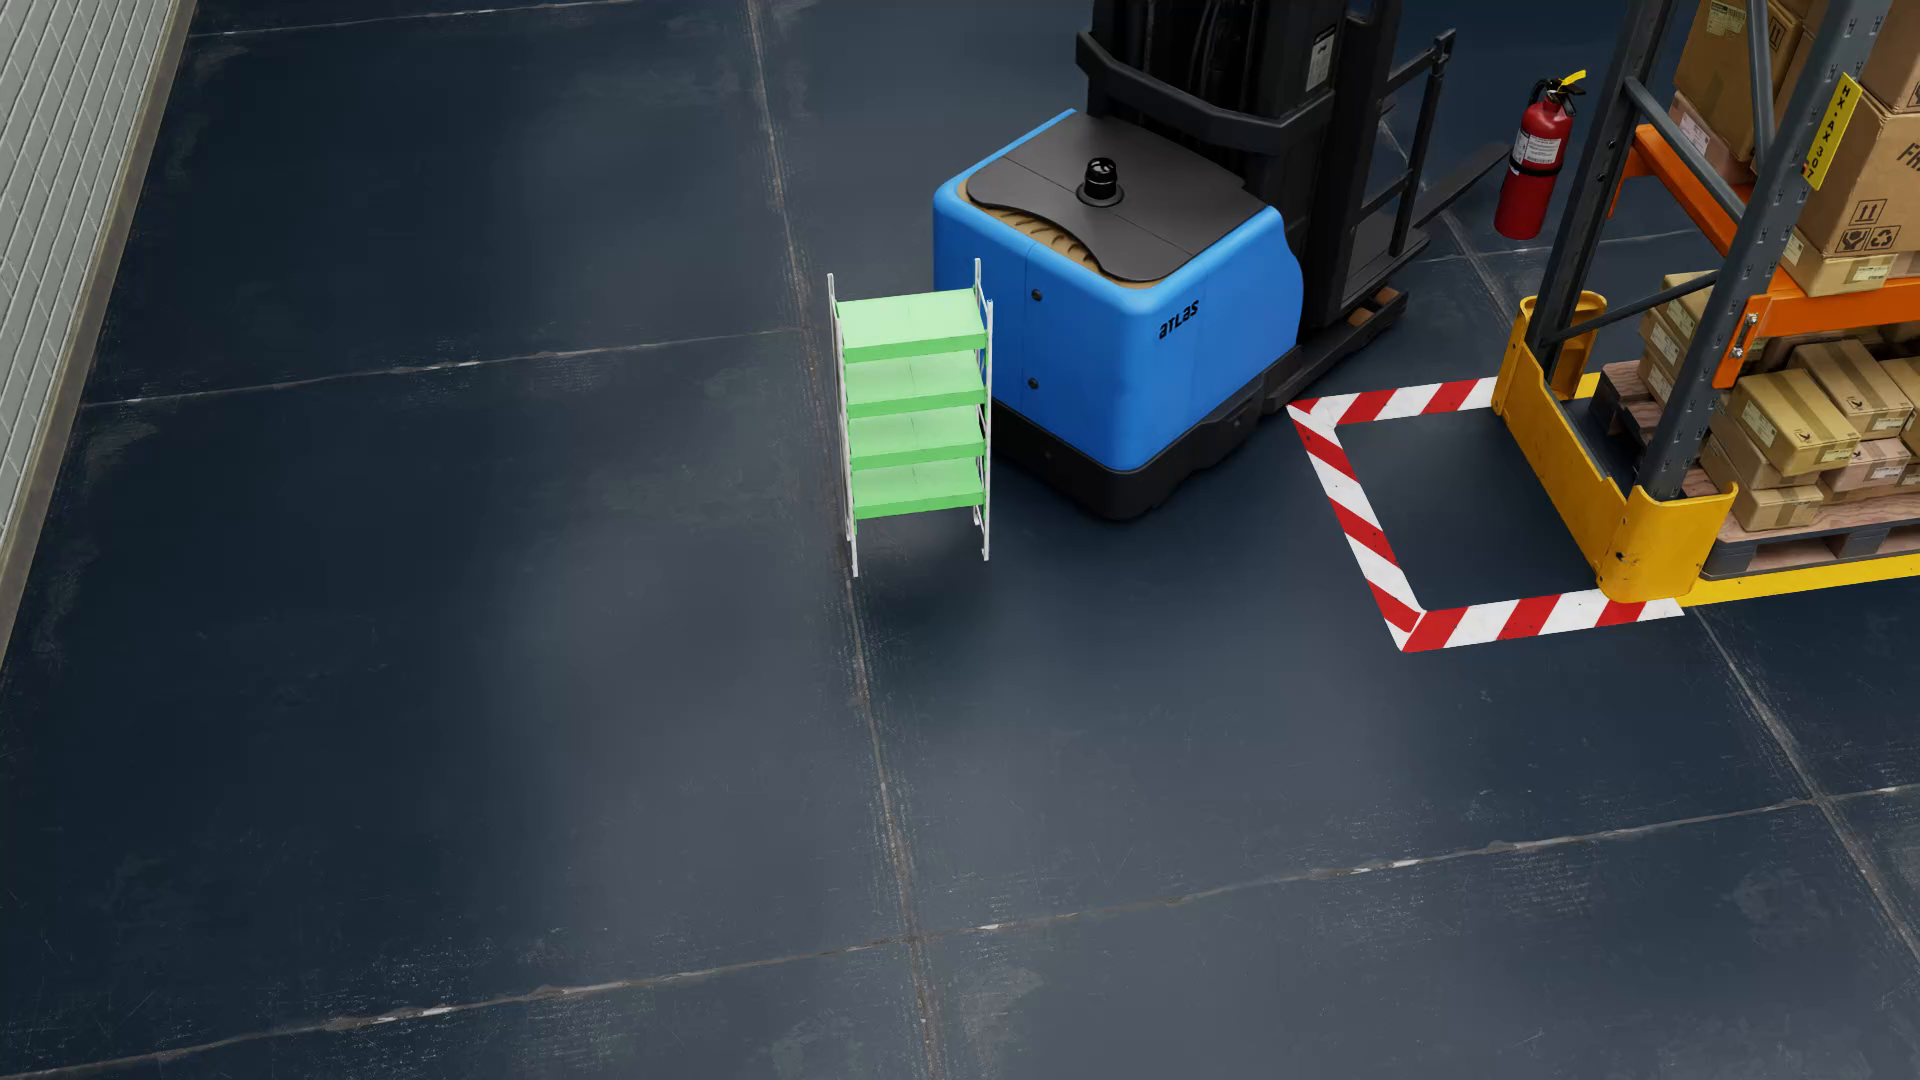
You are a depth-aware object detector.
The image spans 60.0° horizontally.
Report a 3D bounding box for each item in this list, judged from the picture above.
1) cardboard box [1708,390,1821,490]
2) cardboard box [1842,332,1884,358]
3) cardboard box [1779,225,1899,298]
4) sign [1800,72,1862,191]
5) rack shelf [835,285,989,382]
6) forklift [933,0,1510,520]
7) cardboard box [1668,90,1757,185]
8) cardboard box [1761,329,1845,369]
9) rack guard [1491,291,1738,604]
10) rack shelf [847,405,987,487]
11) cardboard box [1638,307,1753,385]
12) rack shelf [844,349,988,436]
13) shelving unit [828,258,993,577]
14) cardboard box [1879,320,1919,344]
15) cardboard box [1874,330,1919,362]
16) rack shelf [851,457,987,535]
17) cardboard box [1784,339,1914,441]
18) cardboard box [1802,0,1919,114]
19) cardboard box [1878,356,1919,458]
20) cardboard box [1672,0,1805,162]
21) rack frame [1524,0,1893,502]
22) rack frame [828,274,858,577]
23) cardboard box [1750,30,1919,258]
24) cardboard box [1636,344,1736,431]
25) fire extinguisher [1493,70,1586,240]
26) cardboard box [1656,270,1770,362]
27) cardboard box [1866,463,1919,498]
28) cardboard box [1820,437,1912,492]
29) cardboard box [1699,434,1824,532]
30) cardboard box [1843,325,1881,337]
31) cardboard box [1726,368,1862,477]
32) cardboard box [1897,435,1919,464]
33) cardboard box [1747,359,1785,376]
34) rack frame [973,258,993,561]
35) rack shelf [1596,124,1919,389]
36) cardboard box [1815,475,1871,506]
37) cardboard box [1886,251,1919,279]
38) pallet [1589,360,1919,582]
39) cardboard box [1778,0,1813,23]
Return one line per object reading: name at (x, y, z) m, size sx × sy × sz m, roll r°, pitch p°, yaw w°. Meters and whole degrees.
cardboard box at (2.910, -0.372, 6.007) m, size 0.250 × 0.149 × 0.380 m, roll -5°, pitch 46°, yaw -5°
cardboard box at (3.333, -0.822, 6.440) m, size 0.250 × 0.149 × 0.380 m, roll -9°, pitch 47°, yaw -8°
cardboard box at (2.725, -0.950, 5.257) m, size 0.250 × 0.149 × 0.380 m, roll -7°, pitch 47°, yaw -7°
sign at (2.442, -1.145, 4.669) m, size 0.005 × 0.325 × 0.100 m, roll -7°, pitch 46°, yaw -7°
rack shelf at (-0.163, -0.685, 5.499) m, size 0.480 × 0.148 × 0.258 m, roll -7°, pitch 46°, yaw -7°
forklift at (1.264, -2.060, 6.200) m, size 1.130 × 2.935 × 3.031 m, roll 34°, pitch 55°, yaw 29°
cardboard box at (2.623, -1.383, 5.674) m, size 0.250 × 0.149 × 0.380 m, roll -7°, pitch 46°, yaw -7°
cardboard box at (3.085, -0.828, 6.239) m, size 0.250 × 0.149 × 0.380 m, roll -6°, pitch 46°, yaw -6°
rack guard at (2.424, -0.372, 6.261) m, size 0.348 × 0.500 × 1.175 m, roll -7°, pitch 46°, yaw -7°
rack shelf at (-0.163, -0.352, 5.844) m, size 0.480 × 0.148 × 0.258 m, roll -7°, pitch 46°, yaw -7°
cardboard box at (2.821, -0.757, 6.378) m, size 0.250 × 0.149 × 0.380 m, roll -8°, pitch 47°, yaw -8°
rack shelf at (-0.163, -0.518, 5.672) m, size 0.480 × 0.148 × 0.258 m, roll -7°, pitch 46°, yaw -7°
shelving unit at (-0.163, -0.396, 5.798) m, size 0.503 × 1.200 × 0.258 m, roll -7°, pitch 46°, yaw -7°
cardboard box at (3.585, -0.936, 6.344) m, size 0.250 × 0.149 × 0.380 m, roll -9°, pitch 47°, yaw -8°
cardboard box at (3.615, -0.782, 6.402) m, size 0.250 × 0.149 × 0.380 m, roll -8°, pitch 47°, yaw -7°
rack shelf at (-0.163, -0.185, 6.017) m, size 0.480 × 0.148 × 0.258 m, roll -7°, pitch 46°, yaw -7°
cardboard box at (3.175, -0.535, 5.958) m, size 0.250 × 0.149 × 0.380 m, roll -6°, pitch 46°, yaw -6°
cardboard box at (2.837, -1.581, 4.720) m, size 0.500 × 0.500 × 0.500 m, roll -7°, pitch 47°, yaw -7°
cardboard box at (3.445, -0.475, 5.900) m, size 0.250 × 0.149 × 0.380 m, roll -7°, pitch 47°, yaw -7°
cardboard box at (2.748, -1.605, 5.438) m, size 0.500 × 0.500 × 0.500 m, roll -6°, pitch 46°, yaw -6°
rack frame at (2.349, -1.230, 5.352) m, size 0.127 × 3.000 × 1.000 m, roll -7°, pitch 46°, yaw -7°
rack frame at (-0.404, -0.366, 5.769) m, size 0.015 × 1.200 × 0.240 m, roll -7°, pitch 46°, yaw -7°
cardboard box at (2.839, -1.227, 5.073) m, size 0.500 × 0.500 × 0.500 m, roll -5°, pitch 46°, yaw -5°
cardboard box at (2.833, -0.599, 6.432) m, size 0.250 × 0.149 × 0.380 m, roll -6°, pitch 46°, yaw -6°
fire extinguisher at (2.023, -1.370, 5.800) m, size 0.183 × 0.674 × 0.296 m, roll -7°, pitch 46°, yaw -7°
cardboard box at (2.828, -0.838, 6.249) m, size 0.250 × 0.149 × 0.380 m, roll -7°, pitch 46°, yaw -6°
cardboard box at (3.408, -0.349, 6.191) m, size 0.250 × 0.149 × 0.380 m, roll -7°, pitch 46°, yaw -6°
cardboard box at (3.189, -0.365, 6.000) m, size 0.250 × 0.149 × 0.380 m, roll -7°, pitch 47°, yaw -7°
cardboard box at (2.920, -0.223, 6.070) m, size 0.250 × 0.149 × 0.380 m, roll -6°, pitch 46°, yaw -6°
cardboard box at (3.319, -0.950, 6.357) m, size 0.250 × 0.149 × 0.380 m, roll -8°, pitch 47°, yaw -8°
cardboard box at (2.924, -0.416, 5.843) m, size 0.250 × 0.149 × 0.380 m, roll -9°, pitch 47°, yaw -9°
cardboard box at (3.415, -0.458, 6.090) m, size 0.250 × 0.149 × 0.380 m, roll -7°, pitch 46°, yaw -6°
cardboard box at (3.088, -0.751, 6.372) m, size 0.250 × 0.149 × 0.380 m, roll -8°, pitch 47°, yaw -8°
rack frame at (0.077, -0.426, 5.827) m, size 0.015 × 1.200 × 0.240 m, roll -7°, pitch 46°, yaw -7°
rack shelf at (4.320, -1.226, 5.848) m, size 4.000 × 0.370 × 1.077 m, roll -7°, pitch 46°, yaw -7°
cardboard box at (3.164, -0.314, 6.157) m, size 0.250 × 0.149 × 0.380 m, roll -7°, pitch 47°, yaw -7°
cardboard box at (2.968, -1.010, 5.315) m, size 0.250 × 0.149 × 0.380 m, roll -6°, pitch 46°, yaw -5°
pallet at (3.231, -0.346, 6.437) m, size 1.213 × 0.211 × 1.003 m, roll -7°, pitch 46°, yaw -7°
cardboard box at (2.758, -1.947, 5.073) m, size 0.500 × 0.500 × 0.500 m, roll -8°, pitch 47°, yaw -8°
